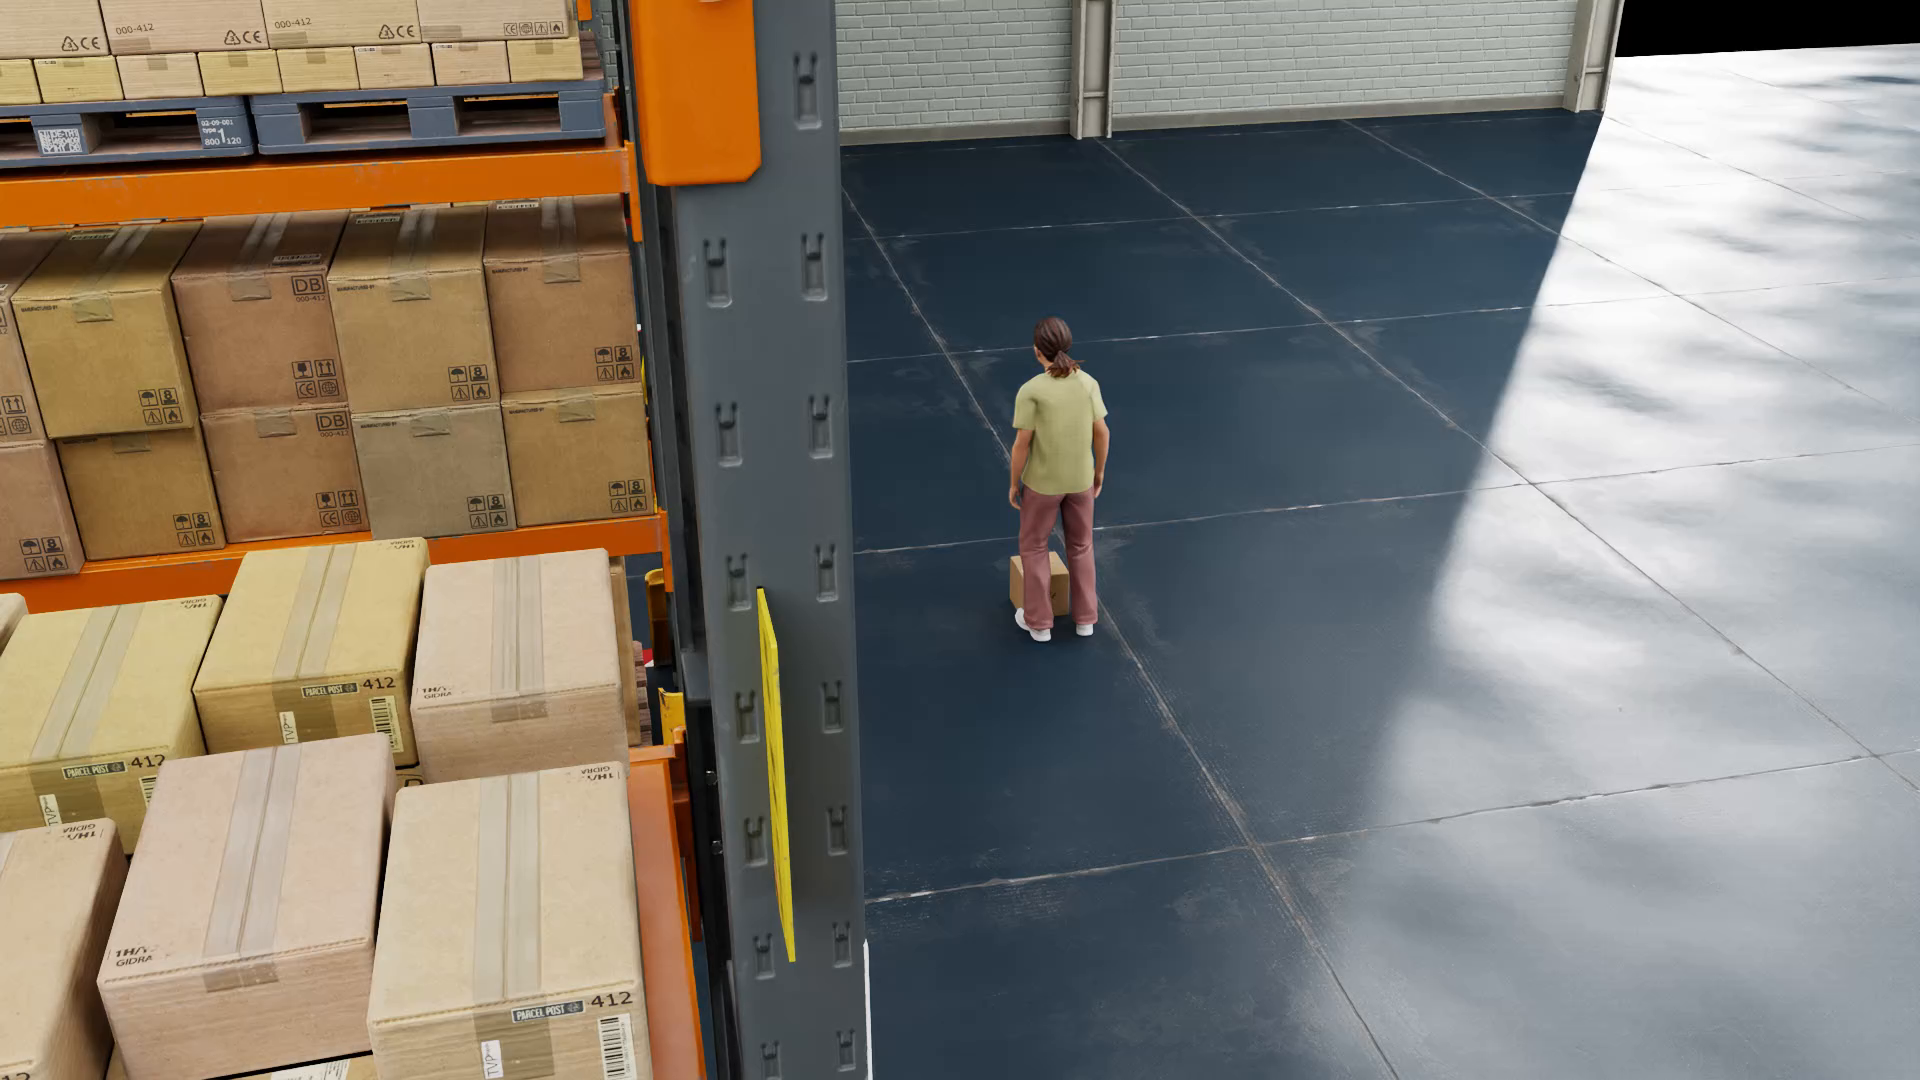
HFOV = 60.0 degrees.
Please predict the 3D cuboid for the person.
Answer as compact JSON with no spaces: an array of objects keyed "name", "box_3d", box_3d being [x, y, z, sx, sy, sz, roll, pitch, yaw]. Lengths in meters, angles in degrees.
[{"name":"person","box_3d":[0.475,-0.286,8.184,0.516,1.671,0.366,-8,28,-15]}]
